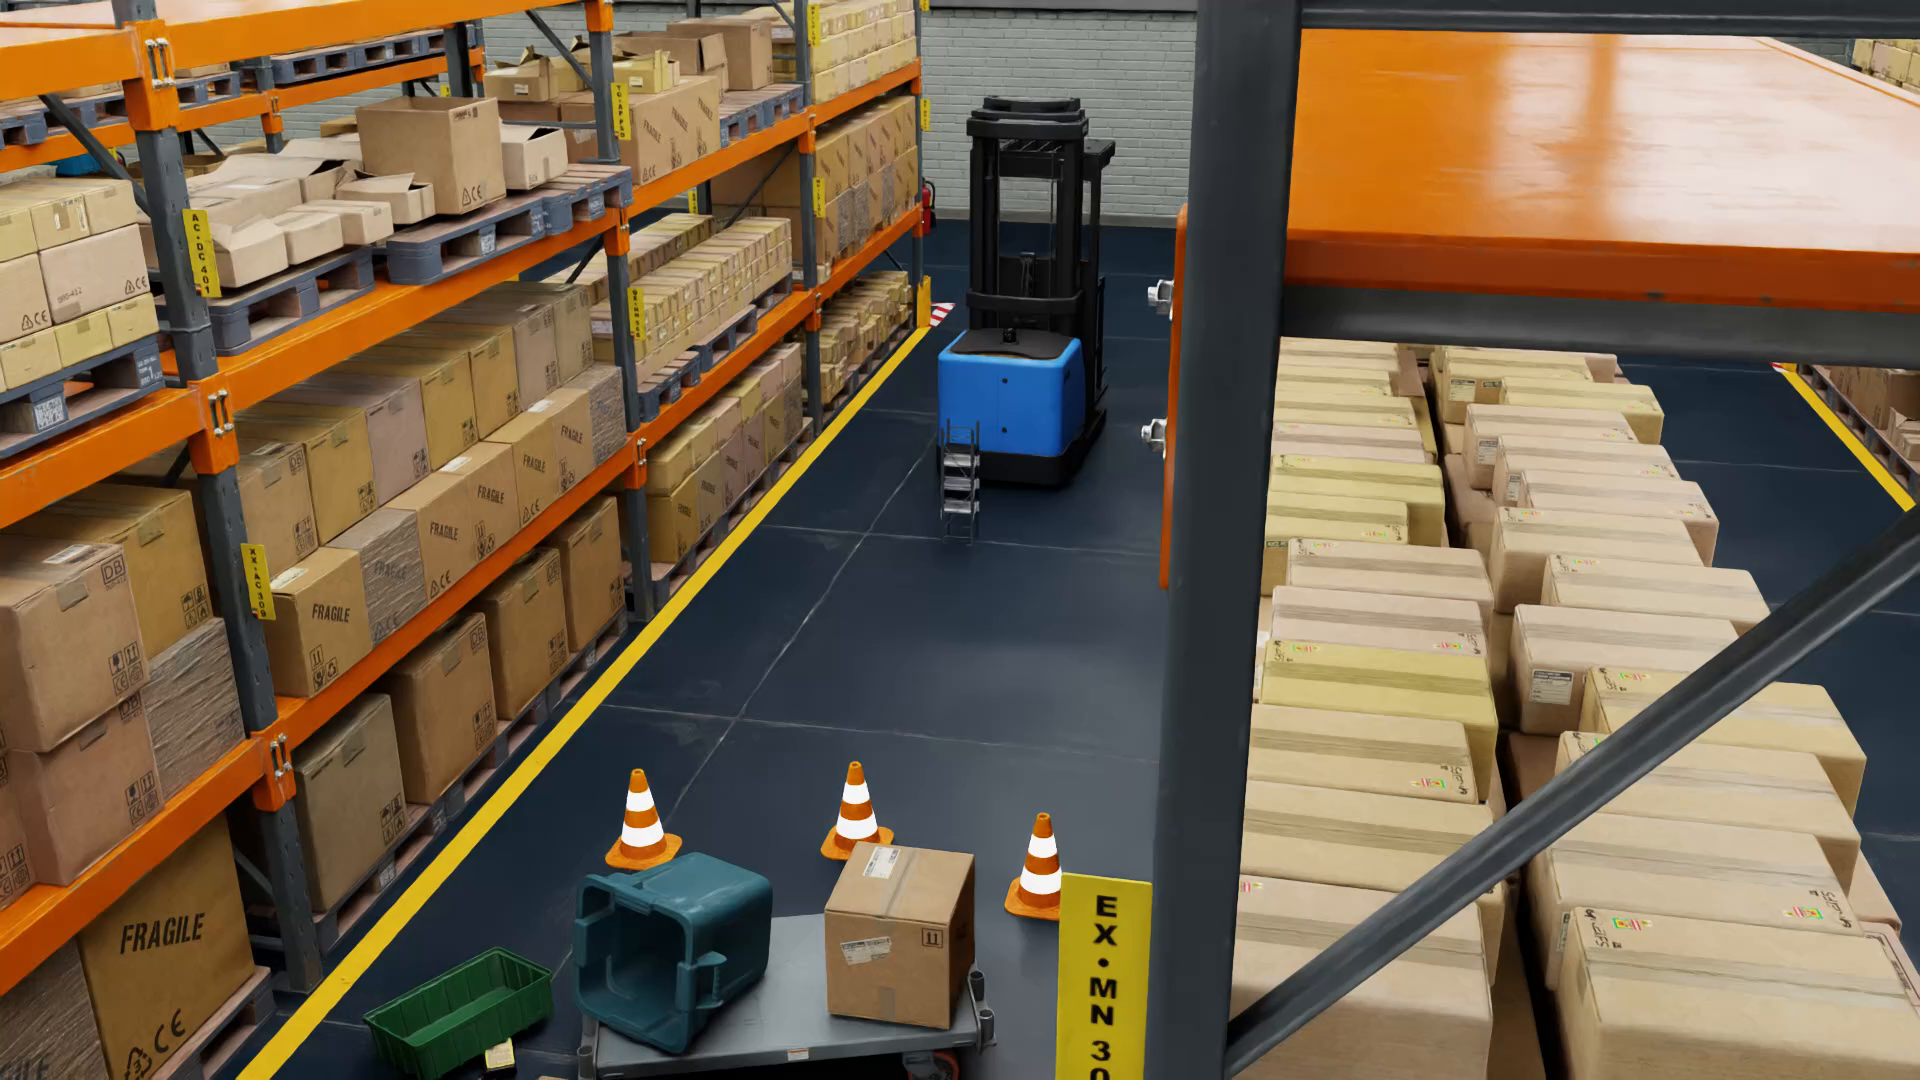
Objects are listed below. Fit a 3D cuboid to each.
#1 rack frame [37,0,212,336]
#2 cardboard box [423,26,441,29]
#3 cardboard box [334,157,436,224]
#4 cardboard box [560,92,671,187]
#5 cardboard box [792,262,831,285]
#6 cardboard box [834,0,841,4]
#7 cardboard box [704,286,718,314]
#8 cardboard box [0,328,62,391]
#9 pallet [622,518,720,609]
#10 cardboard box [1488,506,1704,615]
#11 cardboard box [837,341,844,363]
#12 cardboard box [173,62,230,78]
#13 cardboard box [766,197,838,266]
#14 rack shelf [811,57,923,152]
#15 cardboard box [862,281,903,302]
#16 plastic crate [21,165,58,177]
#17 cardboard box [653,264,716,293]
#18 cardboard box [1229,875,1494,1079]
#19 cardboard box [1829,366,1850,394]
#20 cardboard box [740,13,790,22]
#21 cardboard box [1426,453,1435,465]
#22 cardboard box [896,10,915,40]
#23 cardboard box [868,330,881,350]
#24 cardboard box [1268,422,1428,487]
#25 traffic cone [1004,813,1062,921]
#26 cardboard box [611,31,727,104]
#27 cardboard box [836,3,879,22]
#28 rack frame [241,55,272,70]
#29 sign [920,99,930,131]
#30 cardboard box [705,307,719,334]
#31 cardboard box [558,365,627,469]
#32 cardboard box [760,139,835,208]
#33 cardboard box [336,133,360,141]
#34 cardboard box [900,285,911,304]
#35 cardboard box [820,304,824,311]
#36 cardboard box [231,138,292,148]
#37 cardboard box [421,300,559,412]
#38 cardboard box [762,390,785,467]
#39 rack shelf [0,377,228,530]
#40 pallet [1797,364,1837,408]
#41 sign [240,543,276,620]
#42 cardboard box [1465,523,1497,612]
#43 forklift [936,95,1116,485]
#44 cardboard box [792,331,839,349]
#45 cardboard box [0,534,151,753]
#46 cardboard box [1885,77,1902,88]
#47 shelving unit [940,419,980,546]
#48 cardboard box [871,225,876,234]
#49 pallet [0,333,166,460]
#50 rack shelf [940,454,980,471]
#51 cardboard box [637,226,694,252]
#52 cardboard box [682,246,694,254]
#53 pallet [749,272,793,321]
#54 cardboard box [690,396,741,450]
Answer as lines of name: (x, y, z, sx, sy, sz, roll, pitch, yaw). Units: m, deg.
rack frame: (-3.352, -2.218, 5.815, 1.000, 3.000, 0.127, 4, 22, 11)
cardboard box: (-5.792, -5.724, 17.705, 0.700, 0.500, 0.500, 3, 22, 8)
cardboard box: (-2.763, -1.674, 7.963, 0.396, 0.266, 0.258, 4, 22, 11)
cardboard box: (-2.159, -2.524, 10.457, 0.500, 0.500, 0.500, 4, 22, 11)
cardboard box: (-1.342, -2.323, 14.443, 0.380, 0.149, 0.250, 5, 23, 13)
cardboard box: (-1.389, -5.276, 16.421, 0.380, 0.149, 0.250, 4, 22, 11)
cardboard box: (-1.980, -1.747, 12.052, 0.380, 0.149, 0.250, 4, 22, 10)
cardboard box: (-3.216, -0.607, 5.470, 0.380, 0.149, 0.250, 5, 22, 12)
pallet: (-2.375, 0.110, 11.798, 1.003, 0.211, 1.213, 4, 22, 11)
cardboard box: (1.311, 0.055, 3.456, 0.380, 0.149, 0.250, 5, 22, 12)
cardboard box: (-1.297, -1.769, 15.587, 0.380, 0.149, 0.250, 3, 22, 8)
cardboard box: (-6.663, -4.196, 14.045, 0.700, 0.500, 0.500, 5, 22, 12)
cardboard box: (-1.372, -2.707, 14.528, 0.500, 0.500, 0.500, 4, 22, 10)
rack shelf: (-1.312, -4.150, 15.591, 1.077, 0.370, 4.000, 4, 22, 11)
cardboard box: (-0.800, -2.567, 17.171, 0.380, 0.149, 0.250, 4, 22, 10)
plastic crate: (-10.577, -4.210, 19.064, 0.396, 0.136, 0.243, 4, 22, 11)
cardboard box: (-1.986, -1.887, 12.002, 0.380, 0.149, 0.250, 5, 23, 13)
cardboard box: (0.478, 0.577, 2.159, 0.380, 0.149, 0.250, 5, 22, 11)
cardboard box: (8.393, -1.616, 15.134, 0.700, 0.500, 0.500, 5, 23, 13)
cardboard box: (-1.702, -4.512, 14.524, 0.380, 0.149, 0.250, 5, 23, 13)
cardboard box: (0.945, -0.043, 4.233, 0.500, 0.250, 0.500, 5, 22, 11)
cardboard box: (-0.749, -5.190, 16.741, 0.500, 0.250, 0.500, 4, 22, 9)
cardboard box: (-1.002, -2.008, 16.579, 0.380, 0.149, 0.250, 5, 22, 12)
cardboard box: (0.918, -0.169, 4.011, 0.380, 0.149, 0.250, 4, 22, 10)
traffic cone: (0.397, 1.522, 7.956, 0.336, 0.463, 0.334, 4, 22, 11)
cardboard box: (-2.164, -3.440, 12.164, 0.797, 0.503, 0.637, 4, 22, 10)
cardboard box: (-0.976, -4.953, 15.618, 0.380, 0.149, 0.250, 5, 22, 12)
rack frame: (-6.555, -5.559, 14.110, 1.000, 3.000, 0.127, 4, 22, 11)
sign: (-0.365, -4.458, 17.434, 0.100, 0.325, 0.005, 4, 22, 11)
cardboard box: (-1.979, -1.610, 12.109, 0.380, 0.149, 0.250, 5, 22, 12)
cardboard box: (-2.365, -0.759, 10.090, 0.500, 0.500, 0.500, 4, 22, 11)
cardboard box: (-1.389, -3.156, 14.303, 0.500, 0.500, 0.500, 5, 22, 12)
cardboard box: (-3.001, -2.030, 8.868, 0.500, 0.250, 0.500, 5, 22, 12)
cardboard box: (-0.732, -2.619, 17.698, 0.380, 0.149, 0.250, 4, 22, 9)
cardboard box: (-1.550, -2.224, 16.319, 0.380, 0.149, 0.250, 5, 22, 11)
cardboard box: (-6.617, -3.564, 15.986, 0.500, 0.500, 0.500, 5, 22, 11)
cardboard box: (-2.739, -1.060, 9.497, 0.700, 0.500, 0.500, 4, 22, 10)
cardboard box: (-1.729, -0.919, 13.403, 0.500, 0.500, 0.500, 4, 22, 10)
rack shelf: (-3.760, 0.239, 4.694, 1.077, 0.370, 4.000, 4, 22, 11)
pallet: (8.646, -1.493, 15.779, 1.003, 0.211, 1.213, 4, 22, 11)
sign: (-2.809, 0.168, 6.656, 0.100, 0.325, 0.005, 4, 22, 11)
cardboard box: (1.379, 0.185, 3.667, 0.500, 0.250, 0.500, 5, 22, 12)
forklift: (0.682, -2.318, 14.185, 1.130, 2.935, 3.031, 6, 23, 14)
cardboard box: (-1.329, -1.812, 15.295, 0.380, 0.149, 0.250, 4, 22, 10)
cardboard box: (-3.460, 0.337, 5.856, 0.875, 0.550, 0.550, 4, 22, 11)
cardboard box: (8.235, -3.912, 14.374, 0.380, 0.149, 0.250, 4, 22, 11)
shelving unit: (0.002, -0.420, 12.193, 0.258, 0.900, 0.210, 4, 22, 11)
cardboard box: (-1.043, -3.102, 16.377, 0.380, 0.149, 0.250, 4, 22, 9)
pallet: (-3.530, -0.487, 5.651, 1.003, 0.211, 1.213, 4, 22, 11)
rack shelf: (0.002, -0.556, 12.138, 0.258, 0.077, 0.200, 4, 22, 11)
cardboard box: (-2.356, -2.410, 13.301, 0.380, 0.149, 0.250, 5, 22, 11)
cardboard box: (-2.354, -2.279, 13.373, 0.380, 0.149, 0.250, 5, 22, 12)
pallet: (-2.018, -2.003, 13.570, 1.003, 0.211, 1.213, 4, 22, 11)
cardboard box: (-1.941, -0.880, 12.304, 0.500, 0.250, 0.500, 5, 22, 11)
